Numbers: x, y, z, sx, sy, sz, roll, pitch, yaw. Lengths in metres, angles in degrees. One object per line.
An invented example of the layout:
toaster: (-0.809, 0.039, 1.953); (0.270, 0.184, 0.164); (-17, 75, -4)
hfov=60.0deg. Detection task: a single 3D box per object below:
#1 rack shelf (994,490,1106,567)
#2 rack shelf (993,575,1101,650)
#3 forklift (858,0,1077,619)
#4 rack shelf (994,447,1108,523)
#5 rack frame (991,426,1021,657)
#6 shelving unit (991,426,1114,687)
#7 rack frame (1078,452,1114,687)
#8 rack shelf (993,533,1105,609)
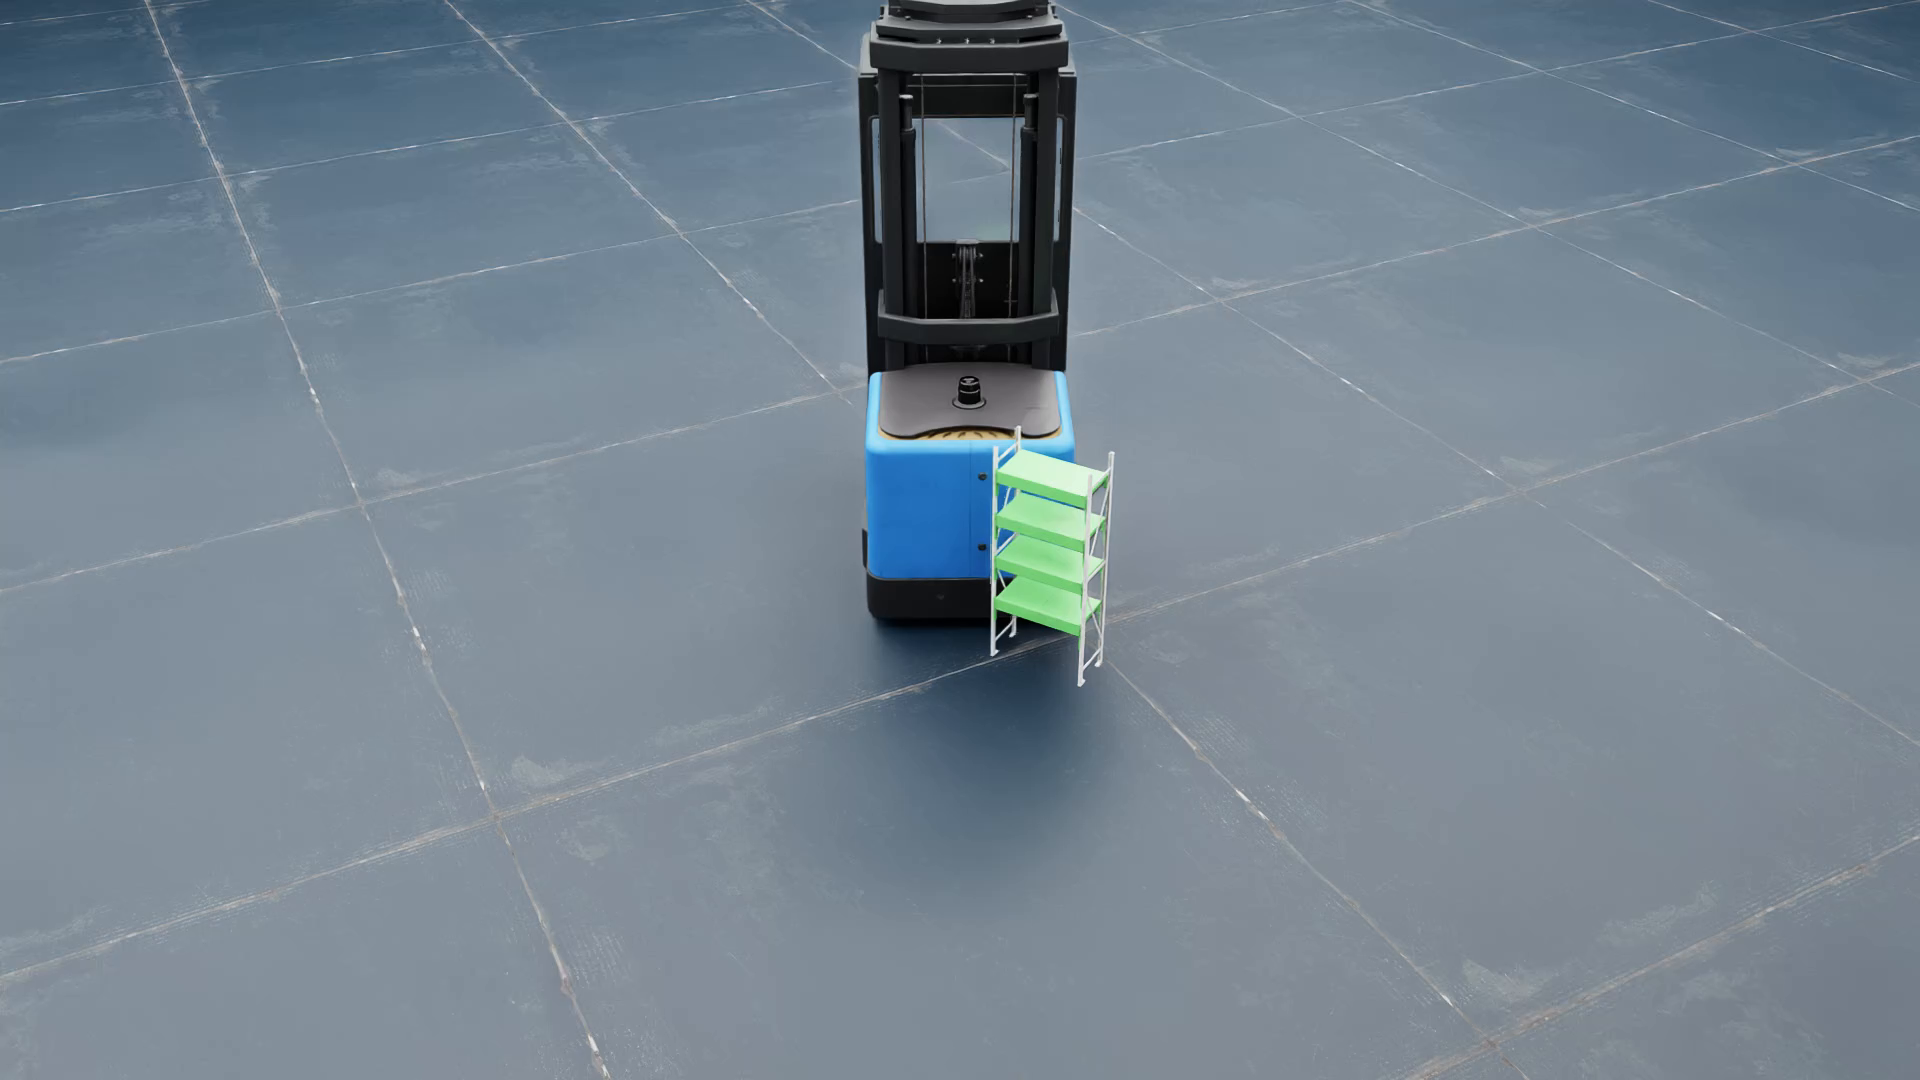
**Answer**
rack shelf: (0.431, -0.059, 7.904); (0.480, 0.148, 0.258); (17, 37, 25)
rack shelf: (0.431, 0.345, 8.163); (0.480, 0.148, 0.258); (17, 37, 25)
forklift: (0.033, -1.592, 9.017); (1.130, 2.935, 3.031); (0, 33, -1)
rack shelf: (0.431, -0.261, 7.774); (0.480, 0.148, 0.258); (17, 37, 25)
rack frame: (0.220, 0.023, 8.102); (0.015, 1.200, 0.240); (17, 37, 25)
shelving unit: (0.431, 0.089, 7.999); (0.503, 1.200, 0.258); (17, 37, 25)
rack frame: (0.642, 0.155, 7.895); (0.015, 1.200, 0.240); (17, 37, 25)
rack shelf: (0.431, 0.143, 8.033); (0.480, 0.148, 0.258); (17, 37, 25)
